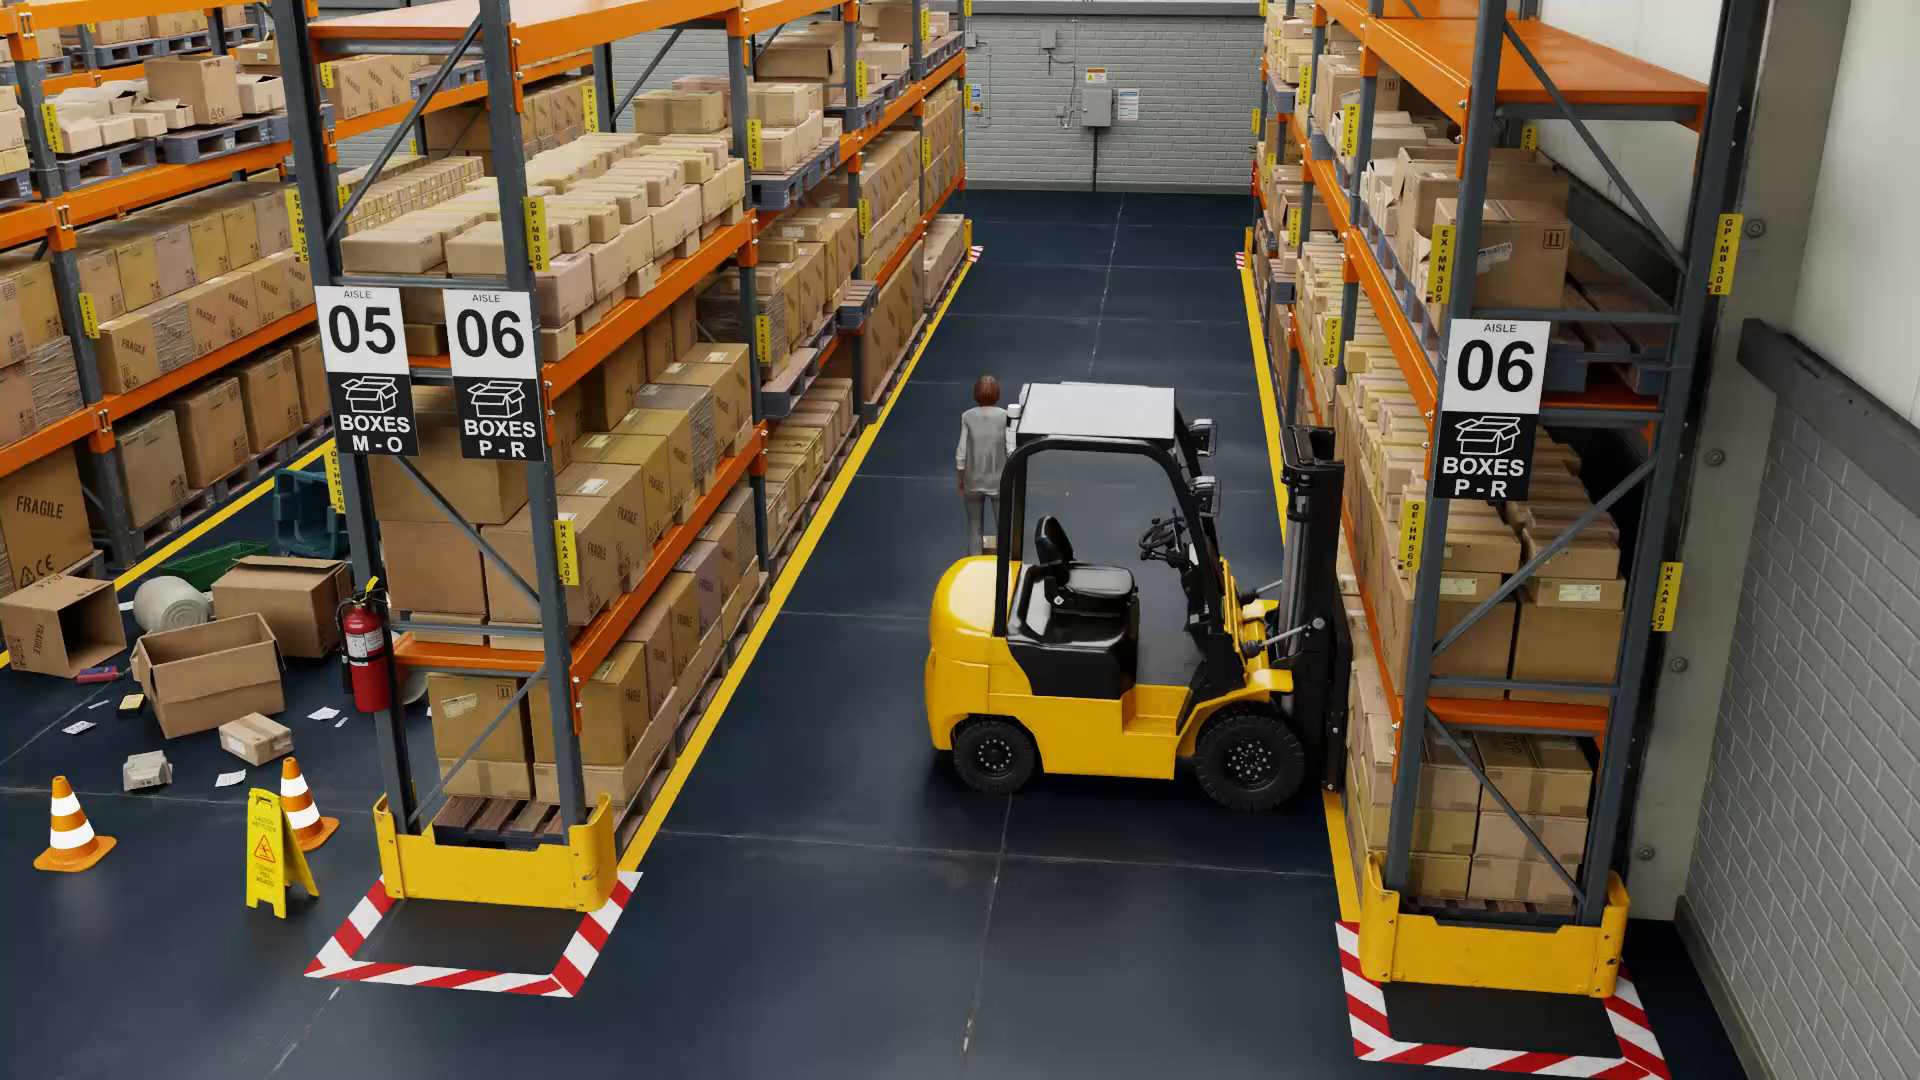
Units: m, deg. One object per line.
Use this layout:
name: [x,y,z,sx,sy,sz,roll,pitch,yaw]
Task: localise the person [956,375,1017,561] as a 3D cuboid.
person: [0.204,-0.408,12.151,0.463,1.582,0.364,3,22,6]
